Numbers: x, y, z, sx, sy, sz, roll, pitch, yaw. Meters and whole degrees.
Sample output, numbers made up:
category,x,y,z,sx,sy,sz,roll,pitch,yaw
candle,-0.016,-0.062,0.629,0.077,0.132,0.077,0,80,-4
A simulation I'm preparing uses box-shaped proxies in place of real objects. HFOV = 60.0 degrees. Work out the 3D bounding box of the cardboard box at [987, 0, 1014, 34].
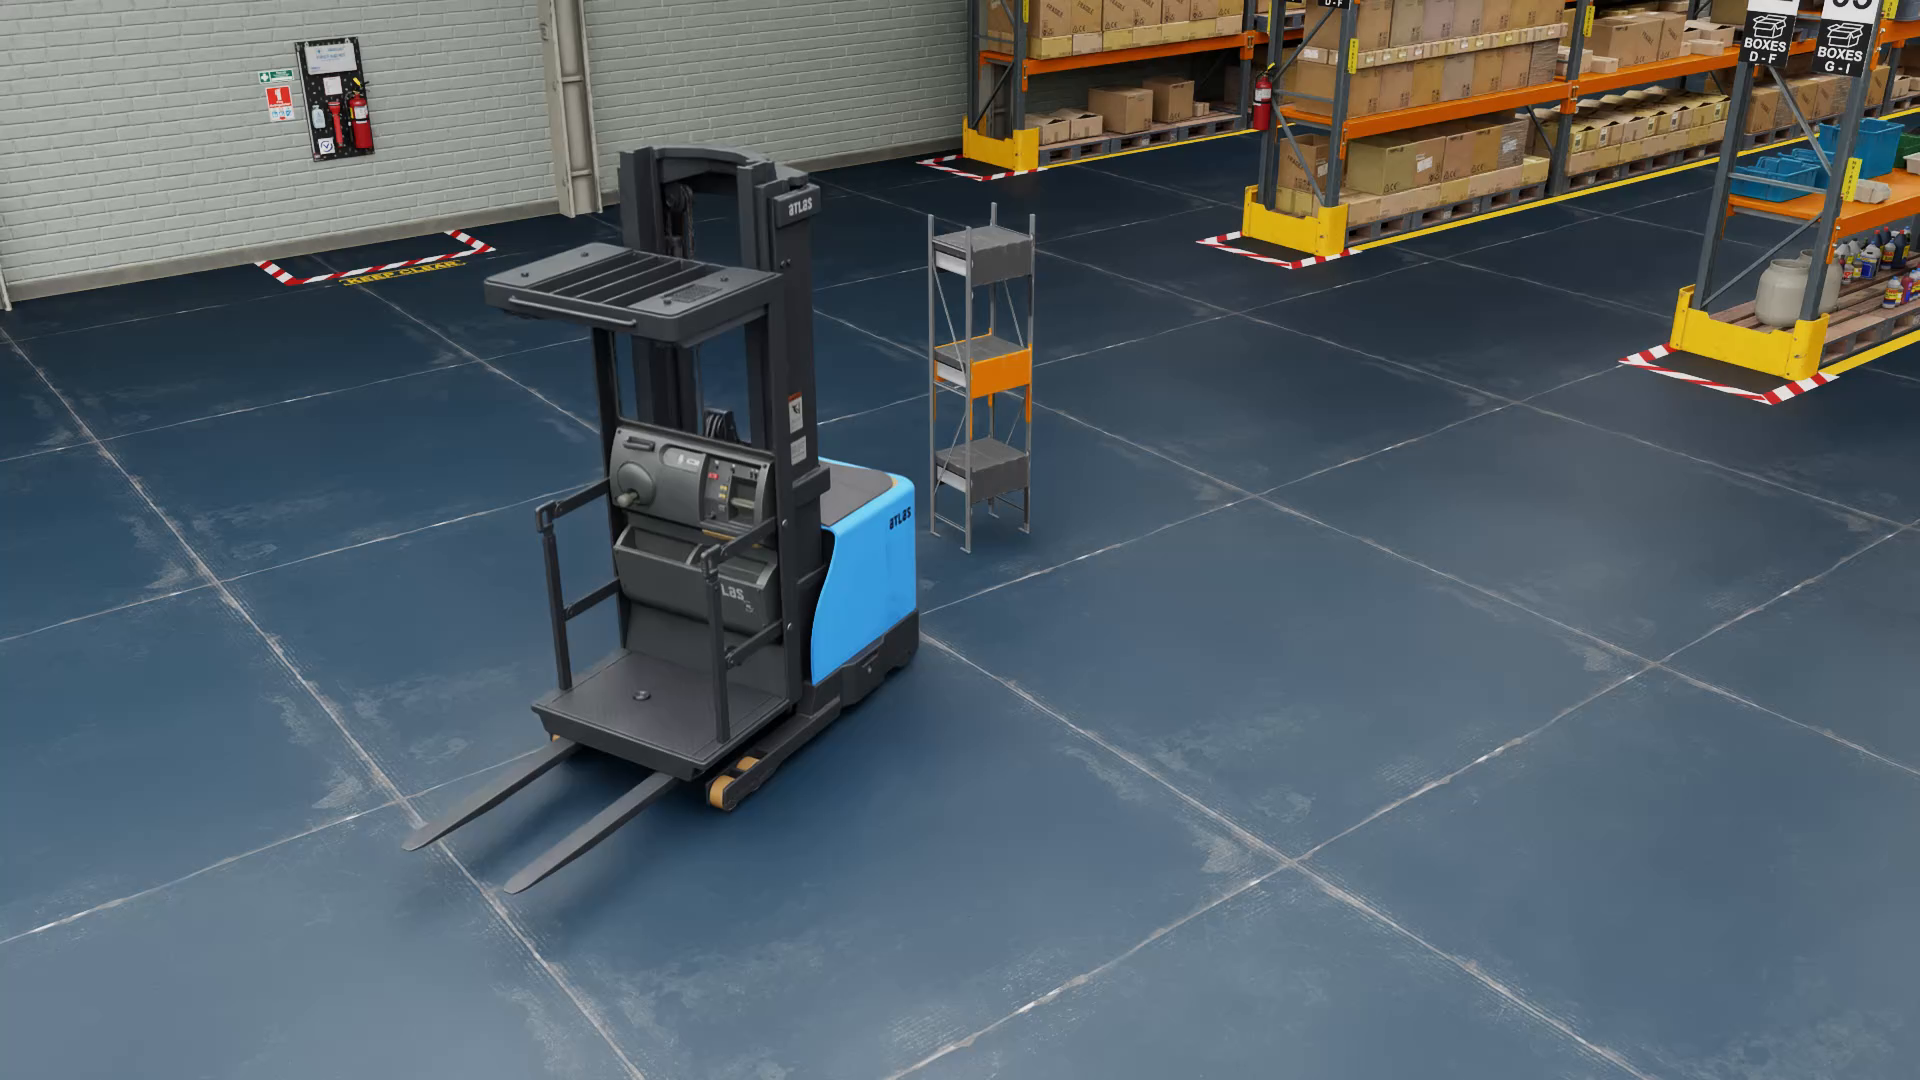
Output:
category,x,y,z,sx,sy,sz,roll,pitch,yaw
cardboard box,0.686,-6.604,20.679,0.500,0.500,0.500,-19,31,-35

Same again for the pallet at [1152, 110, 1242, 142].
category,x,y,z,sx,sy,sz,roll,pitch,yaw
pallet,3.087,-5.717,22.819,1.213,0.211,1.003,-18,31,-34

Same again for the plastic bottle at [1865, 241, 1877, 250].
category,x,y,z,sx,sy,sz,roll,pitch,yaw
plastic bottle,8.575,-2.677,15.673,0.097,0.271,0.097,0,25,0

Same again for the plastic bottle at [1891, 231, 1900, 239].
category,x,y,z,sx,sy,sz,roll,pitch,yaw
plastic bottle,8.949,-2.820,15.976,0.135,0.276,0.152,-17,30,-32

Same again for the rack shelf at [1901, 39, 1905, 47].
category,x,y,z,sx,sy,sz,roll,pitch,yaw
rack shelf,14.523,-7.800,24.848,4.000,0.370,1.077,-18,31,-34

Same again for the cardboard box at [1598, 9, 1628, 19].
category,x,y,z,sx,sy,sz,roll,pitch,yaw
cardboard box,10.923,-8.786,27.819,0.250,0.149,0.380,-17,30,-32

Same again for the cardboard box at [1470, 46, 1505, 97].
category,x,y,z,sx,sy,sz,roll,pitch,yaw
cardboard box,5.500,-5.188,18.247,0.500,0.500,0.700,-18,30,-33

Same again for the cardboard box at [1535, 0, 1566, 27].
category,x,y,z,sx,sy,sz,roll,pitch,yaw
cardboard box,6.309,-6.045,18.552,0.500,0.500,0.700,-18,30,-34

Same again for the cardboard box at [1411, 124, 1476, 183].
category,x,y,z,sx,sy,sz,roll,pitch,yaw
cardboard box,5.247,-4.227,18.172,0.500,0.500,0.500,-18,31,-34

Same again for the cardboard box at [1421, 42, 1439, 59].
category,x,y,z,sx,sy,sz,roll,pitch,yaw
cardboard box,4.759,-5.128,17.347,0.250,0.149,0.380,-19,31,-36

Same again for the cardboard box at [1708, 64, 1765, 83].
category,x,y,z,sx,sy,sz,roll,pitch,yaw
cardboard box,10.434,-6.310,22.339,0.500,0.250,0.500,-17,30,-32

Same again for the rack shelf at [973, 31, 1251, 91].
category,x,y,z,sx,sy,sz,roll,pitch,yaw
rack shelf,2.020,-6.323,21.665,4.000,0.370,1.077,-18,31,-34

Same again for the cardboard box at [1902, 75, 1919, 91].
category,x,y,z,sx,sy,sz,roll,pitch,yaw
cardboard box,14.087,-6.786,24.652,0.250,0.166,0.380,-18,31,-34

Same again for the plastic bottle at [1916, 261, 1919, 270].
category,x,y,z,sx,sy,sz,roll,pitch,yaw
plastic bottle,8.777,-2.452,15.174,0.133,0.283,0.061,-18,31,-34

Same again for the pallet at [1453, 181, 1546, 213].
category,x,y,z,sx,sy,sz,roll,pitch,yaw
pallet,6.002,-4.071,19.271,1.213,0.211,1.003,-18,31,-34

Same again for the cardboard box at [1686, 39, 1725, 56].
category,x,y,z,sx,sy,sz,roll,pitch,yaw
cardboard box,9.264,-6.128,20.690,0.250,0.149,0.380,-18,31,-34

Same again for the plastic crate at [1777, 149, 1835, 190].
category,x,y,z,sx,sy,sz,roll,pitch,yaw
plastic crate,7.284,-3.176,14.207,0.408,0.251,0.499,-18,31,-34

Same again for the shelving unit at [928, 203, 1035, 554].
category,x,y,z,sx,sy,sz,roll,pitch,yaw
shelving unit,0.130,-0.995,10.401,0.503,2.100,0.431,-18,31,-34

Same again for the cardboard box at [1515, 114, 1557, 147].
category,x,y,z,sx,sy,sz,roll,pitch,yaw
cardboard box,6.796,-4.926,19.903,0.500,0.311,0.500,-18,31,-34

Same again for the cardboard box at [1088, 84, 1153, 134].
category,x,y,z,sx,sy,sz,roll,pitch,yaw
cardboard box,2.103,-5.667,21.845,0.500,0.500,0.700,-21,32,-37

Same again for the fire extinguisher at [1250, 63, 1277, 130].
category,x,y,z,sx,sy,sz,roll,pitch,yaw
fire extinguisher,3.127,-4.578,17.142,0.183,0.674,0.296,-18,31,-34

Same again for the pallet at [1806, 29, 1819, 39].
category,x,y,z,sx,sy,sz,roll,pitch,yaw
pallet,11.329,-6.987,22.470,1.213,0.211,1.003,-18,31,-34

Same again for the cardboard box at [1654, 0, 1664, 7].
category,x,y,z,sx,sy,sz,roll,pitch,yaw
cardboard box,12.125,-9.388,29.116,0.250,0.149,0.380,-18,30,-34

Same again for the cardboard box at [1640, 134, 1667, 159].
category,x,y,z,sx,sy,sz,roll,pitch,yaw
cardboard box,8.334,-4.894,20.500,0.500,0.250,0.500,-18,30,-33

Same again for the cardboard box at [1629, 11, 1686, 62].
category,x,y,z,sx,sy,sz,roll,pitch,yaw
cardboard box,8.491,-6.172,20.366,0.500,0.500,0.500,-20,32,-37

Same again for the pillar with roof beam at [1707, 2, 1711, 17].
category,x,y,z,sx,sy,sz,roll,pitch,yaw
pillar with roof beam,17.285,-12.569,27.142,0.400,9.000,9.100,-18,31,-34

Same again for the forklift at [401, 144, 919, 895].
category,x,y,z,sx,sy,sz,roll,pitch,yaw
forklift,-1.408,-0.255,7.819,1.130,2.935,3.031,14,28,27

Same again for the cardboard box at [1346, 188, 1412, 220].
category,x,y,z,sx,sy,sz,roll,pitch,yaw
cardboard box,4.457,-3.629,17.774,0.500,0.250,0.500,-18,31,-34

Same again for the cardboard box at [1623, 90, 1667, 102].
category,x,y,z,sx,sy,sz,roll,pitch,yaw
cardboard box,8.800,-5.587,21.327,0.500,0.311,0.500,-19,31,-35

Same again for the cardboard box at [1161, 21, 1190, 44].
category,x,y,z,sx,sy,sz,roll,pitch,yaw
cardboard box,2.625,-6.624,21.613,0.500,0.250,0.500,-18,31,-34

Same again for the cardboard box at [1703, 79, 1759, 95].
category,x,y,z,sx,sy,sz,roll,pitch,yaw
cardboard box,10.393,-5.954,22.463,0.500,0.500,0.500,-17,30,-32

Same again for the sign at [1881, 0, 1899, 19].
category,x,y,z,sx,sy,sz,roll,pitch,yaw
sign,6.896,-4.029,12.294,0.005,0.325,0.100,-18,31,-34

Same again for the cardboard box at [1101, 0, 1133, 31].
category,x,y,z,sx,sy,sz,roll,pitch,yaw
cardboard box,1.813,-6.692,20.870,0.500,0.500,0.500,-19,31,-36

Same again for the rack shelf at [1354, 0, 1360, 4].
category,x,y,z,sx,sy,sz,roll,pitch,yaw
rack shelf,5.080,-6.043,17.500,4.000,0.370,1.077,-18,31,-34

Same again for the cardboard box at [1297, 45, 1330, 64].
category,x,y,z,sx,sy,sz,roll,pitch,yaw
cardboard box,3.689,-4.991,17.052,0.250,0.149,0.380,-19,31,-35

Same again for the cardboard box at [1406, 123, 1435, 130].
category,x,y,z,sx,sy,sz,roll,pitch,yaw
cardboard box,4.917,-4.405,18.554,0.500,0.500,0.500,-18,31,-34

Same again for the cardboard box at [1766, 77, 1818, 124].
category,x,y,z,sx,sy,sz,roll,pitch,yaw
cardboard box,11.142,-5.923,22.397,0.500,0.500,0.500,-19,31,-35

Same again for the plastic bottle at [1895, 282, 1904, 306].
category,x,y,z,sx,sy,sz,roll,pitch,yaw
plastic bottle,8.260,-2.172,14.669,0.097,0.201,0.097,0,25,0

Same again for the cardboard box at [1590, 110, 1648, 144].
category,x,y,z,sx,sy,sz,roll,pitch,yaw
cardboard box,7.936,-5.014,20.092,0.500,0.311,0.500,-19,31,-36

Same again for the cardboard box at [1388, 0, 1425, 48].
category,x,y,z,sx,sy,sz,roll,pitch,yaw
cardboard box,4.334,-5.392,17.146,0.500,0.500,0.700,-19,31,-35

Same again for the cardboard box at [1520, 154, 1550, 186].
category,x,y,z,sx,sy,sz,roll,pitch,yaw
cardboard box,6.424,-4.279,19.174,0.500,0.250,0.500,-18,31,-34

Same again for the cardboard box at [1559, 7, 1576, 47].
category,x,y,z,sx,sy,sz,roll,pitch,yaw
cardboard box,9.458,-8.250,27.018,0.750,0.750,0.750,-18,30,-33

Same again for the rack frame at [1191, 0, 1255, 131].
category,x,y,z,sx,sy,sz,roll,pitch,yaw
rack frame,3.594,-7.169,22.633,0.127,3.000,1.000,-18,31,-34

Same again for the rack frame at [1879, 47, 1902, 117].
category,x,y,z,sx,sy,sz,roll,pitch,yaw
rack frame,12.949,-7.607,23.577,0.127,3.000,1.000,-18,31,-34

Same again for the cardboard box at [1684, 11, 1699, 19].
category,x,y,z,sx,sy,sz,roll,pitch,yaw
cardboard box,12.548,-9.127,29.324,0.500,0.500,0.700,-18,31,-34

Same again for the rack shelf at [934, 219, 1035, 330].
category,x,y,z,sx,sy,sz,roll,pitch,yaw
rack shelf,0.130,-1.618,10.112,0.480,0.518,0.431,-18,31,-34

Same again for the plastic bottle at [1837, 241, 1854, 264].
category,x,y,z,sx,sy,sz,roll,pitch,yaw
plastic bottle,8.187,-2.605,15.423,0.185,0.351,0.144,-17,30,-32

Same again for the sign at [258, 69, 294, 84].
category,x,y,z,sx,sy,sz,roll,pitch,yaw
sign,-6.716,-4.555,16.330,0.331,0.109,0.001,-18,31,-34

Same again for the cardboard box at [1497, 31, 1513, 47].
category,x,y,z,sx,sy,sz,roll,pitch,yaw
cardboard box,5.770,-5.463,18.068,0.250,0.149,0.380,-18,31,-34

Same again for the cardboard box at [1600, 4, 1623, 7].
category,x,y,z,sx,sy,sz,roll,pitch,yaw
cardboard box,11.124,-9.057,28.403,0.250,0.149,0.380,-18,30,-34

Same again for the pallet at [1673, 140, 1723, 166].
category,x,y,z,sx,sy,sz,roll,pitch,yaw
pallet,9.130,-5.102,21.492,1.213,0.211,1.003,-18,31,-34

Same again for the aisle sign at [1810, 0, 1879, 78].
category,x,y,z,sx,sy,sz,roll,pitch,yaw
aisle sign,6.684,-3.911,12.526,0.004,0.787,0.394,-18,31,-34
